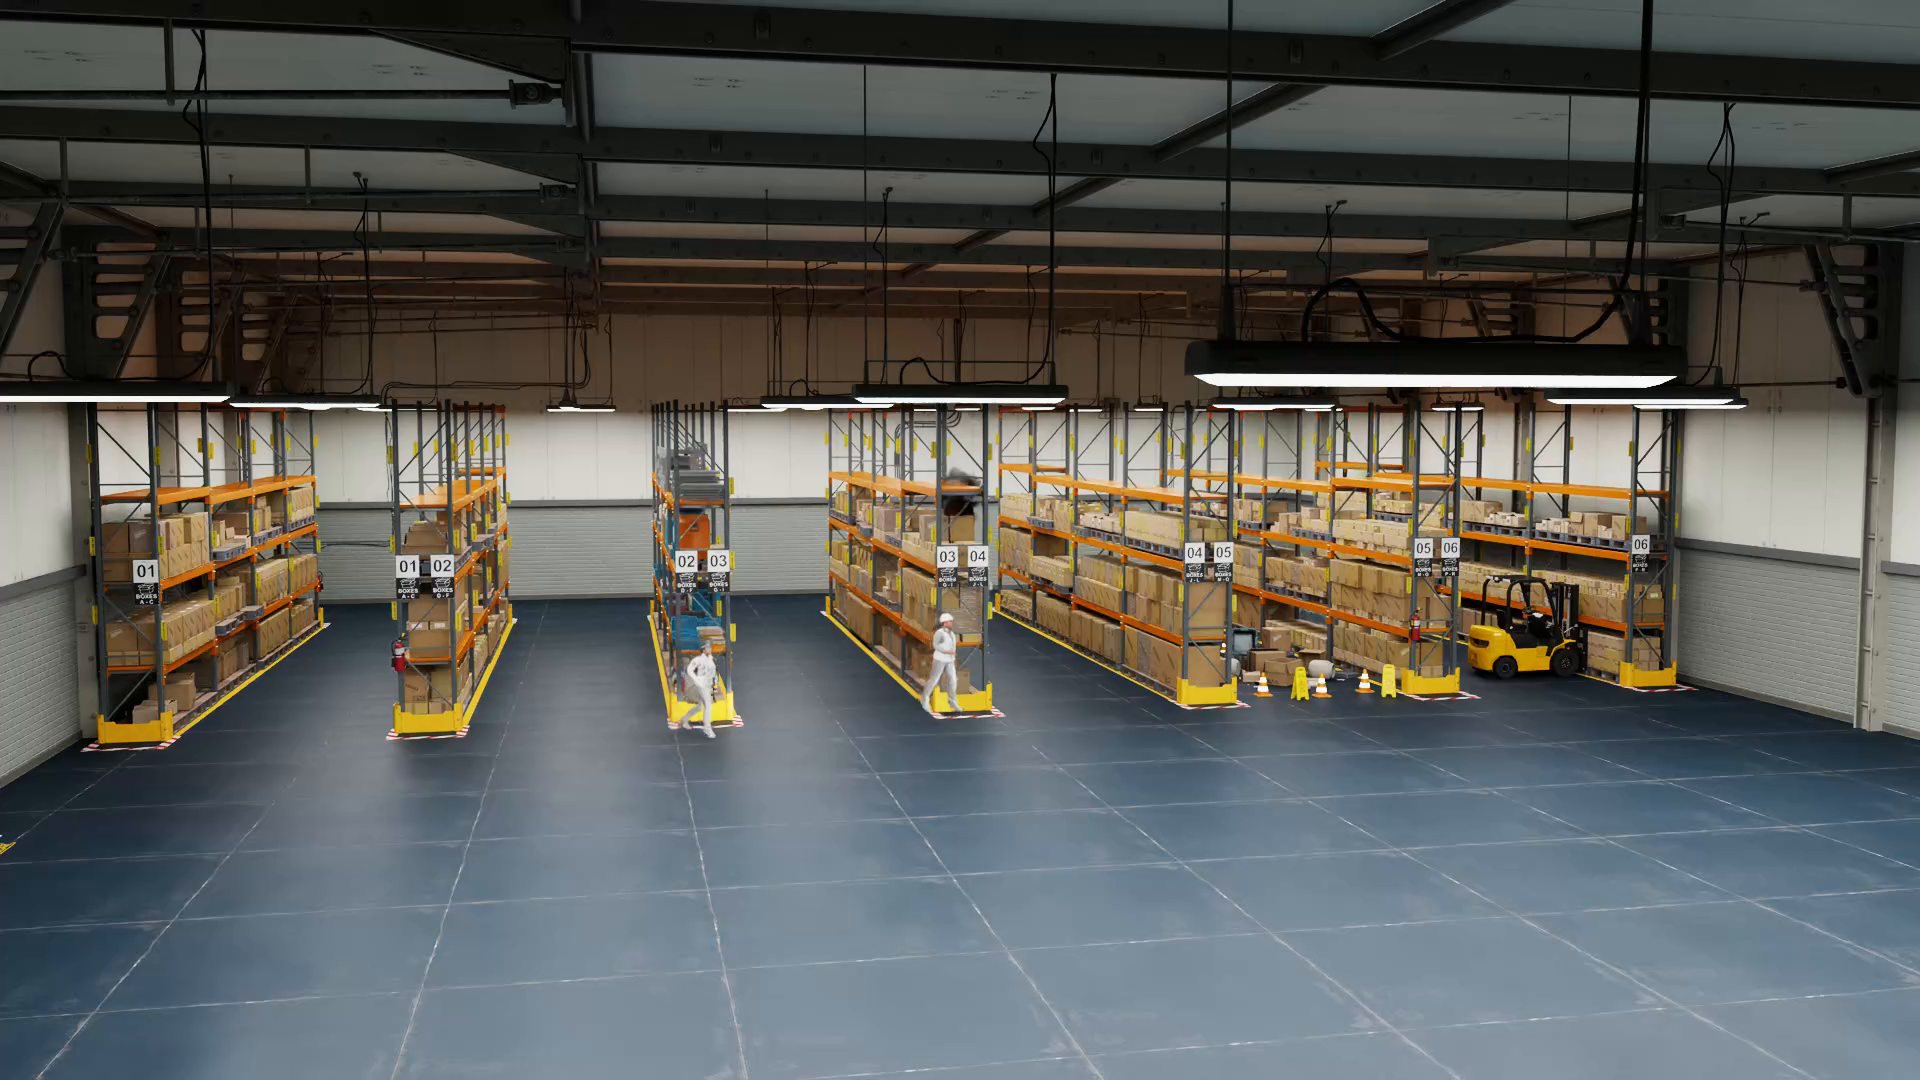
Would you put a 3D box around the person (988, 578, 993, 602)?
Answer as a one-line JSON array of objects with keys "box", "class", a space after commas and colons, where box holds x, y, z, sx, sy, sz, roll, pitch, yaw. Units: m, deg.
[{"box": [0.620, 1.576, 44.457, 0.503, 1.630, 0.694, -1, 4, -12], "class": "person"}]

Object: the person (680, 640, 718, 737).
[{"box": [-4.645, 2.640, 29.806, 0.810, 1.729, 0.620, 2, 5, 23], "class": "person"}]

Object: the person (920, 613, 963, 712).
[{"box": [-0.266, 2.258, 30.808, 0.853, 1.803, 0.704, 3, 5, 34], "class": "person"}]
